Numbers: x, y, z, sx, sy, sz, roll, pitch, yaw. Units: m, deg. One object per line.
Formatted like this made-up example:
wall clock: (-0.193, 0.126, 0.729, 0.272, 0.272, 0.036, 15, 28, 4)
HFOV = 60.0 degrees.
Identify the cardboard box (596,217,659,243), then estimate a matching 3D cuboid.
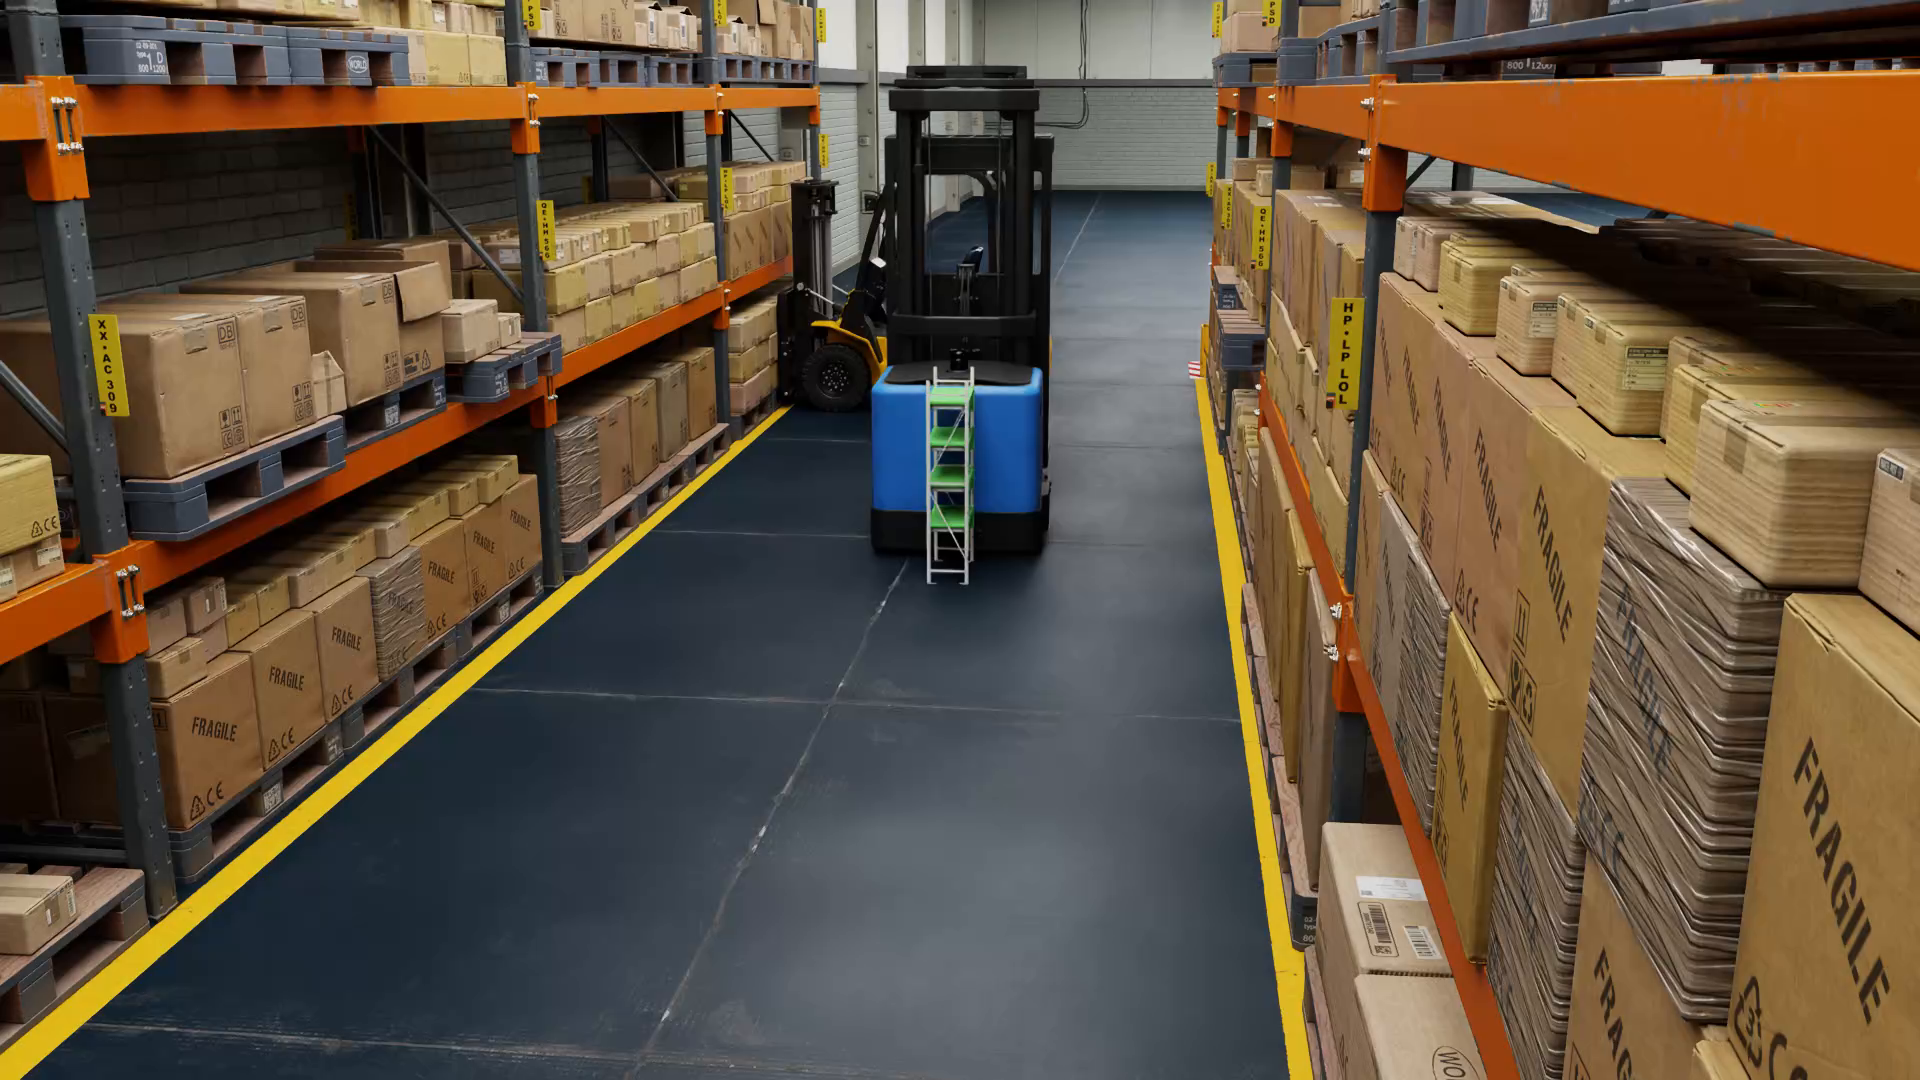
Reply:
cardboard box: (-2.248, -2.091, 11.215, 0.380, 0.149, 0.250, 1, 15, 5)

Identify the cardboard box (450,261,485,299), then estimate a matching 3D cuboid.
cardboard box: (-3.039, -1.484, 9.735, 0.500, 0.250, 0.500, 2, 15, 8)

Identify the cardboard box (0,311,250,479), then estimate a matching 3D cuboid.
cardboard box: (-2.988, -0.523, 5.854, 0.700, 0.500, 0.500, 2, 15, 8)

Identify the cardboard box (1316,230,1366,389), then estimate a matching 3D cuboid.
cardboard box: (1.519, -0.797, 5.755, 0.500, 0.500, 0.500, 2, 15, 7)

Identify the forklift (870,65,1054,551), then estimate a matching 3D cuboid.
forklift: (0.072, -1.680, 11.258, 1.130, 2.935, 3.031, 1, 15, 4)

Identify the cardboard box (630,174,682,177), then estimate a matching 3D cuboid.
cardboard box: (-2.574, -3.025, 14.097, 0.380, 0.149, 0.250, 1, 15, 5)

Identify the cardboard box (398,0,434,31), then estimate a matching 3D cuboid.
cardboard box: (-2.703, -2.460, 7.790, 0.380, 0.149, 0.250, 2, 15, 6)

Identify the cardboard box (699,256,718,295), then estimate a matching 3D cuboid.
cardboard box: (-2.159, -2.017, 12.664, 0.500, 0.250, 0.500, 2, 15, 8)

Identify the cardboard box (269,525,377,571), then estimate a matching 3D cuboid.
cardboard box: (-2.873, 0.041, 7.506, 0.380, 0.149, 0.250, 2, 15, 6)

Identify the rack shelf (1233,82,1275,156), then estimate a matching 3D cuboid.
rack shelf: (2.345, -2.665, 10.403, 1.077, 0.370, 4.000, 2, 15, 6)

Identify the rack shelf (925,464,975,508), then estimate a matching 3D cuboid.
rack shelf: (-0.055, -0.320, 9.793, 0.258, 0.148, 0.480, 1, 15, 4)

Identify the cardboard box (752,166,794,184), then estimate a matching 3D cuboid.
cardboard box: (-1.763, -3.405, 15.503, 0.380, 0.149, 0.250, 2, 15, 8)

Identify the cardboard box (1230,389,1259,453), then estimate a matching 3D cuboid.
cardboard box: (2.513, -0.881, 12.404, 0.950, 0.372, 0.625, 2, 15, 7)

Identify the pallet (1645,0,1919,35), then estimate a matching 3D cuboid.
pallet: (1.289, -0.569, 1.442, 1.003, 0.211, 1.213, 2, 15, 6)

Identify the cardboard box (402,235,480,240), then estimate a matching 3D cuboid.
cardboard box: (-3.059, -1.714, 9.819, 0.380, 0.149, 0.250, 2, 15, 8)

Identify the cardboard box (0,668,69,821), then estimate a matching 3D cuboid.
cardboard box: (-3.503, 0.715, 6.257, 0.500, 0.500, 0.500, 2, 15, 6)

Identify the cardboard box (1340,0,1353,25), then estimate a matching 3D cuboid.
cardboard box: (2.226, -2.644, 7.944, 0.797, 0.503, 0.637, 1, 15, 3)

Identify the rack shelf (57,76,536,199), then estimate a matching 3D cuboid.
rack shelf: (-3.039, -1.773, 7.103, 1.077, 0.370, 4.000, 2, 15, 6)

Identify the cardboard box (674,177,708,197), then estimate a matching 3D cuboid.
cardboard box: (-2.109, -2.878, 13.556, 0.380, 0.149, 0.250, 2, 15, 7)

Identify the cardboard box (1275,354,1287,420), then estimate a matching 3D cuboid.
cardboard box: (1.773, -0.720, 7.865, 0.500, 0.250, 0.500, 1, 15, 5)

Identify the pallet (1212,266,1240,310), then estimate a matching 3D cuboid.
pallet: (2.339, -1.796, 11.927, 1.003, 0.211, 1.213, 2, 15, 6)

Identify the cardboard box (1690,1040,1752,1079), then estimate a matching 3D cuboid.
cardboard box: (1.008, 0.848, 1.587, 0.500, 0.500, 0.500, 2, 15, 7)

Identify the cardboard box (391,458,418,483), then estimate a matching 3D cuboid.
cardboard box: (-3.182, -0.374, 9.040, 0.380, 0.149, 0.250, 2, 15, 9)

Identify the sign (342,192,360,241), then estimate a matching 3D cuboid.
sign: (-3.365, -1.765, 9.225, 0.100, 0.325, 0.005, 2, 15, 6)

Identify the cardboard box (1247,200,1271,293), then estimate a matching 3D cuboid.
cardboard box: (1.941, -1.701, 9.639, 0.500, 0.500, 0.500, 1, 15, 5)

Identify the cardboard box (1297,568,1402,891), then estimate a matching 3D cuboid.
cardboard box: (1.658, 0.652, 5.771, 0.875, 0.875, 0.875, 2, 15, 8)

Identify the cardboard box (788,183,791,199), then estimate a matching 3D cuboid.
cardboard box: (-1.784, -3.262, 15.543, 0.380, 0.149, 0.250, 1, 15, 4)

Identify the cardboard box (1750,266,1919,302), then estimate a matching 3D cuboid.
cardboard box: (1.742, -0.433, 3.168, 0.380, 0.149, 0.250, 1, 15, 5)

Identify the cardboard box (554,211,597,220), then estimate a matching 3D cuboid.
cardboard box: (-2.788, -2.241, 11.770, 0.380, 0.149, 0.250, 2, 15, 6)

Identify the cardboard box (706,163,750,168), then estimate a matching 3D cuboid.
cardboard box: (-2.240, -3.554, 16.055, 0.380, 0.149, 0.250, 2, 15, 7)

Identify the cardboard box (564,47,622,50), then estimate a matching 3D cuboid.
cardboard box: (-2.562, -3.523, 11.683, 0.380, 0.149, 0.250, 2, 15, 6)

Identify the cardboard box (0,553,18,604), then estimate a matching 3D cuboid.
cardboard box: (-3.058, 0.126, 4.930, 0.380, 0.149, 0.250, 2, 15, 8)

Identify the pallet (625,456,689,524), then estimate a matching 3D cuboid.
pallet: (-2.542, -0.373, 11.636, 1.003, 0.211, 1.213, 2, 15, 6)

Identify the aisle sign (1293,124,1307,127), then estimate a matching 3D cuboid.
aisle sign: (3.317, -4.383, 16.144, 0.394, 0.787, 0.004, 2, 15, 6)

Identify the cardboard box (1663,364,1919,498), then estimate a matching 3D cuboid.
cardboard box: (1.077, -0.114, 1.987, 0.380, 0.149, 0.250, 2, 15, 8)

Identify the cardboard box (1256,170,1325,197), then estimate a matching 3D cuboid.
cardboard box: (2.023, -2.186, 10.191, 0.380, 0.149, 0.250, 1, 15, 4)

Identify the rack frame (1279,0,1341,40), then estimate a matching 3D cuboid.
rack frame: (2.119, -3.942, 7.999, 1.000, 3.000, 0.127, 2, 15, 6)

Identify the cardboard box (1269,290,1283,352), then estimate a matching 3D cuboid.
cardboard box: (1.816, -1.090, 8.277, 0.500, 0.250, 0.500, 2, 15, 6)

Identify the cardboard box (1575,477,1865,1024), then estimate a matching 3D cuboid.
cardboard box: (1.064, 0.230, 1.958, 0.500, 0.500, 0.500, 2, 15, 6)

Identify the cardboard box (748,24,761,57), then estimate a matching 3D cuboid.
cardboard box: (-1.893, -4.238, 14.105, 0.396, 0.266, 0.258, 1, 15, 5)

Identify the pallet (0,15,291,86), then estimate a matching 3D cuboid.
pallet: (-3.122, -1.678, 5.733, 1.213, 0.211, 1.003, 2, 15, 6)

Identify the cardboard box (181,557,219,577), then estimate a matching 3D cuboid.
cardboard box: (-3.379, 0.165, 7.048, 0.380, 0.149, 0.250, 2, 15, 8)

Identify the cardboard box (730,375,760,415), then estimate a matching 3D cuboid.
cardboard box: (-1.979, -1.219, 13.888, 0.500, 0.250, 0.500, 2, 15, 7)

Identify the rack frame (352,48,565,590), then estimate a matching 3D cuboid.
rack frame: (-2.814, -1.191, 9.319, 1.000, 3.000, 0.127, 2, 15, 6)

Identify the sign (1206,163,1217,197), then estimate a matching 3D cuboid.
sign: (2.482, -3.554, 16.401, 0.100, 0.325, 0.005, 2, 15, 6)

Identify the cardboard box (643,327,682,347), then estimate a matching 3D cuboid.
cardboard box: (-2.499, -1.720, 13.823, 0.500, 0.250, 0.500, 2, 15, 7)

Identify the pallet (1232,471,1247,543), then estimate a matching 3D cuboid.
pallet: (2.349, -0.218, 11.062, 1.003, 0.211, 1.213, 2, 15, 6)

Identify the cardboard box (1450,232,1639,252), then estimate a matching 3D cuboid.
cardboard box: (1.374, -0.643, 3.945, 0.380, 0.149, 0.250, 2, 15, 6)

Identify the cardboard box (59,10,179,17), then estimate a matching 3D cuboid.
cardboard box: (-3.238, -2.082, 6.356, 0.380, 0.149, 0.250, 1, 15, 5)

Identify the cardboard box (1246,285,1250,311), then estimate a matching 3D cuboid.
cardboard box: (1.901, -1.422, 9.852, 0.380, 0.149, 0.250, 1, 15, 4)

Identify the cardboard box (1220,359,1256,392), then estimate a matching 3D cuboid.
cardboard box: (2.370, -1.482, 13.422, 0.500, 0.500, 0.500, 1, 15, 5)

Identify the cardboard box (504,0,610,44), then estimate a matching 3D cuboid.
cardboard box: (-2.532, -3.253, 10.010, 0.700, 0.500, 0.500, 1, 15, 5)

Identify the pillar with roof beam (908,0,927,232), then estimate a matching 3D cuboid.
pillar with roof beam: (3.424, -10.549, 32.436, 9.100, 9.000, 0.400, 2, 15, 6)

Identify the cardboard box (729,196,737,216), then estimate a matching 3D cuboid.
cardboard box: (-2.037, -2.732, 13.584, 0.380, 0.149, 0.250, 2, 15, 8)

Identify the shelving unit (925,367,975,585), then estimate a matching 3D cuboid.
shelving unit: (-0.055, -0.382, 9.776, 0.258, 1.200, 0.503, 1, 15, 4)

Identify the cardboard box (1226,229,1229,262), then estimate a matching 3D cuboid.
cardboard box: (2.424, -2.531, 13.515, 0.500, 0.500, 0.500, 2, 15, 8)

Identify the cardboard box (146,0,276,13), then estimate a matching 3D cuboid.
cardboard box: (-2.728, -1.995, 6.031, 0.380, 0.149, 0.250, 2, 15, 7)
